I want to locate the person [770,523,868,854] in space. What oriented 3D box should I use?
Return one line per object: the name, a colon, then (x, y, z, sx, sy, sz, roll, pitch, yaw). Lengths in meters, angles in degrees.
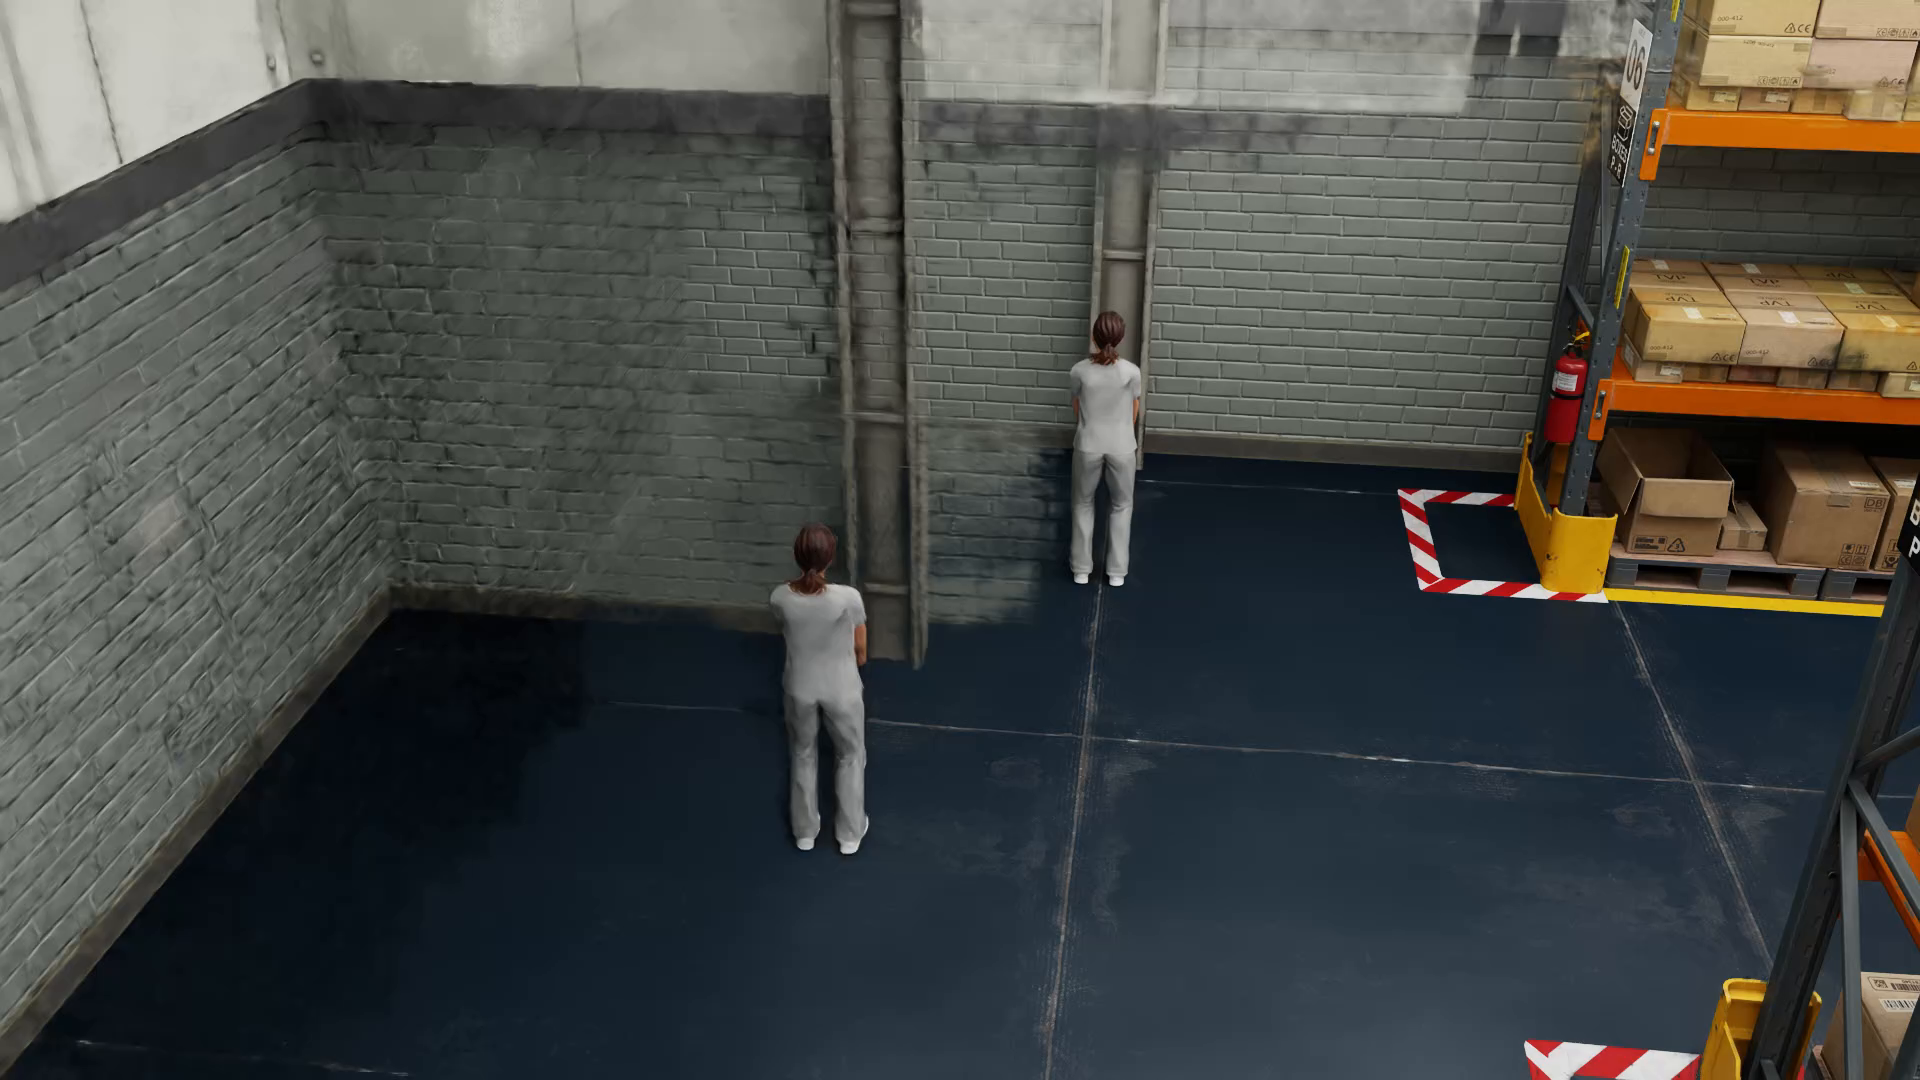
person: (0.832, -0.555, 9.661, 0.410, 1.669, 0.507, 3, 29, 5)
